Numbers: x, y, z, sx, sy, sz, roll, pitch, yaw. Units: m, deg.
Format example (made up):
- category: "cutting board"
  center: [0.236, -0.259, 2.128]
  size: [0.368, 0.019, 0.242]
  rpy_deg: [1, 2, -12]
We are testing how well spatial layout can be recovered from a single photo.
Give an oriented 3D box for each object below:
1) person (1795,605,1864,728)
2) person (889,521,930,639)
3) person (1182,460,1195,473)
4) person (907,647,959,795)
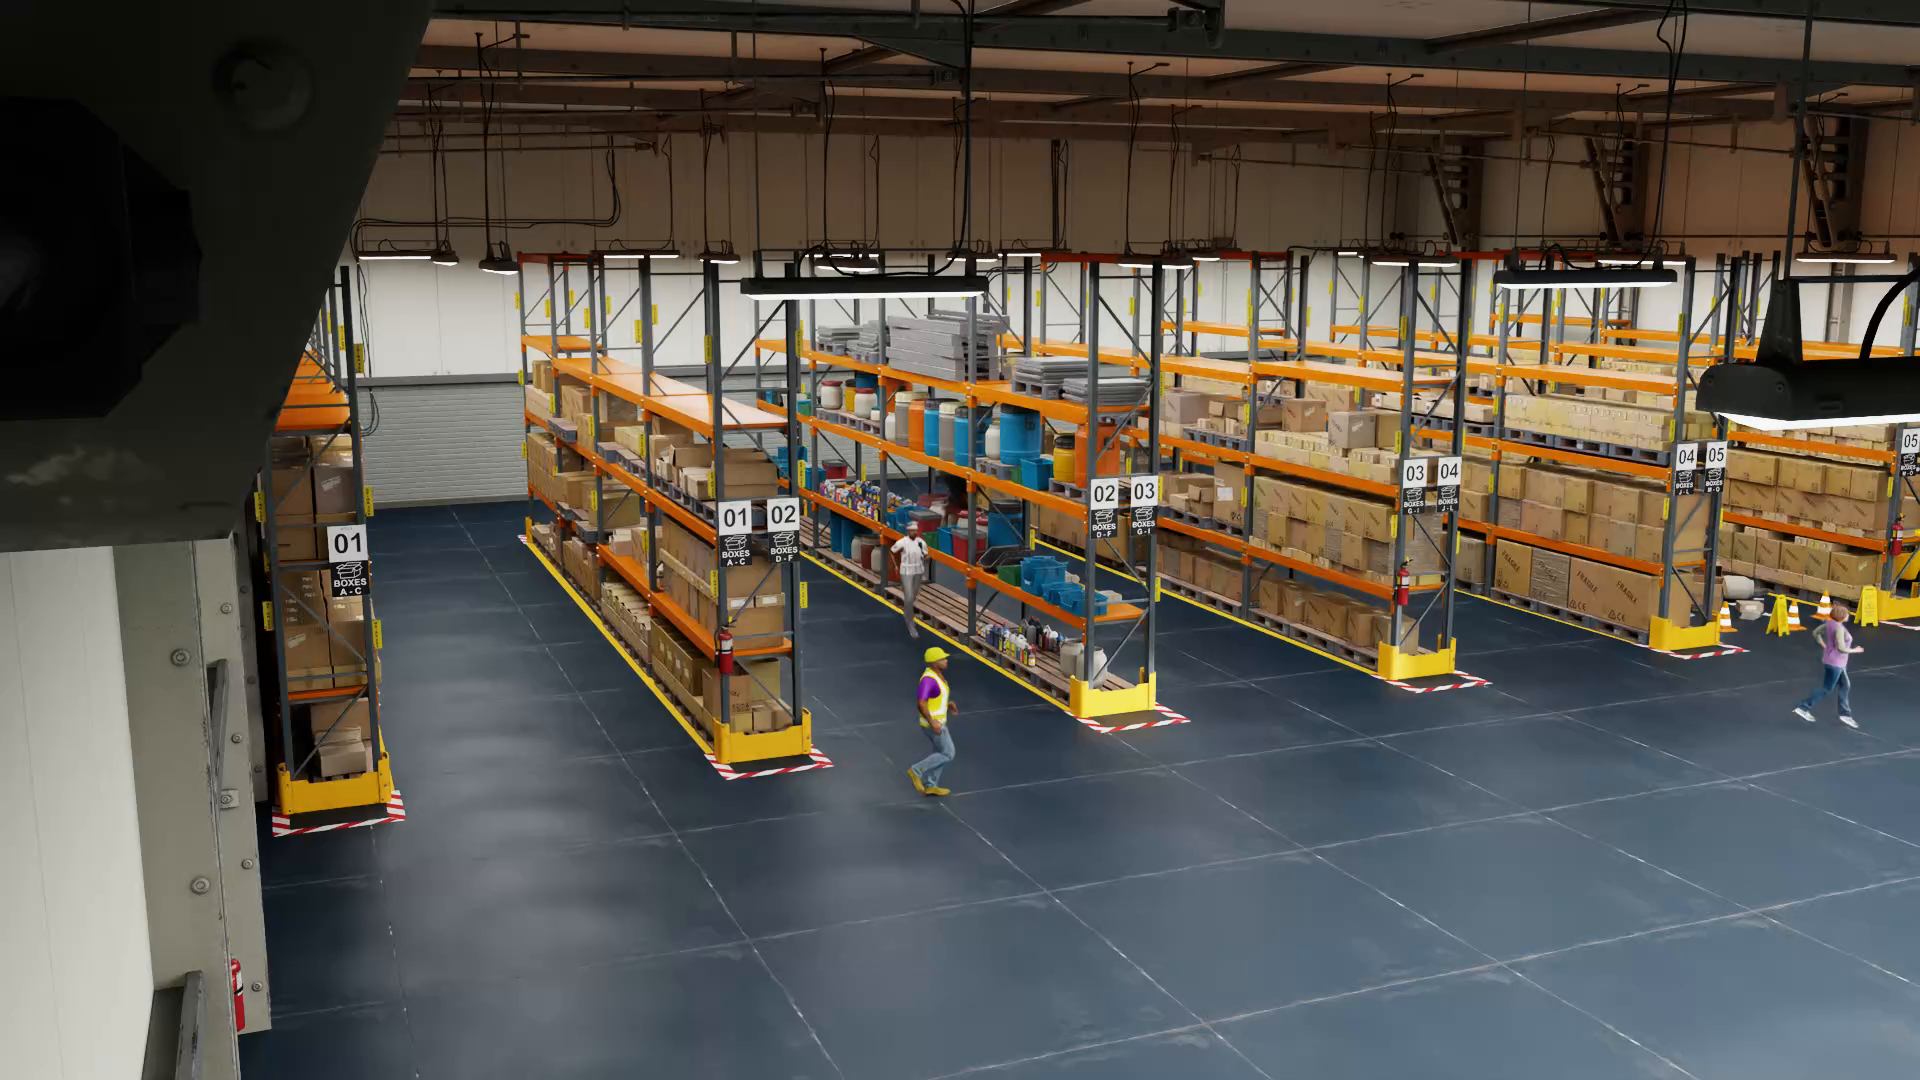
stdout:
- category: "person"
  center: [11.340, 1.641, 21.628]
  size: [0.800, 1.631, 0.545]
  rpy_deg: [3, 11, 16]
- category: "person"
  center: [-0.740, 0.583, 25.600]
  size: [0.546, 1.796, 0.720]
  rpy_deg: [-6, 12, -31]
- category: "person"
  center: [5.710, -2.084, 41.597]
  size: [0.582, 1.719, 0.703]
  rpy_deg: [4, 11, 21]
- category: "person"
  center: [-0.309, 2.064, 18.978]
  size: [0.577, 1.734, 0.715]
  rpy_deg: [0, 10, 2]
